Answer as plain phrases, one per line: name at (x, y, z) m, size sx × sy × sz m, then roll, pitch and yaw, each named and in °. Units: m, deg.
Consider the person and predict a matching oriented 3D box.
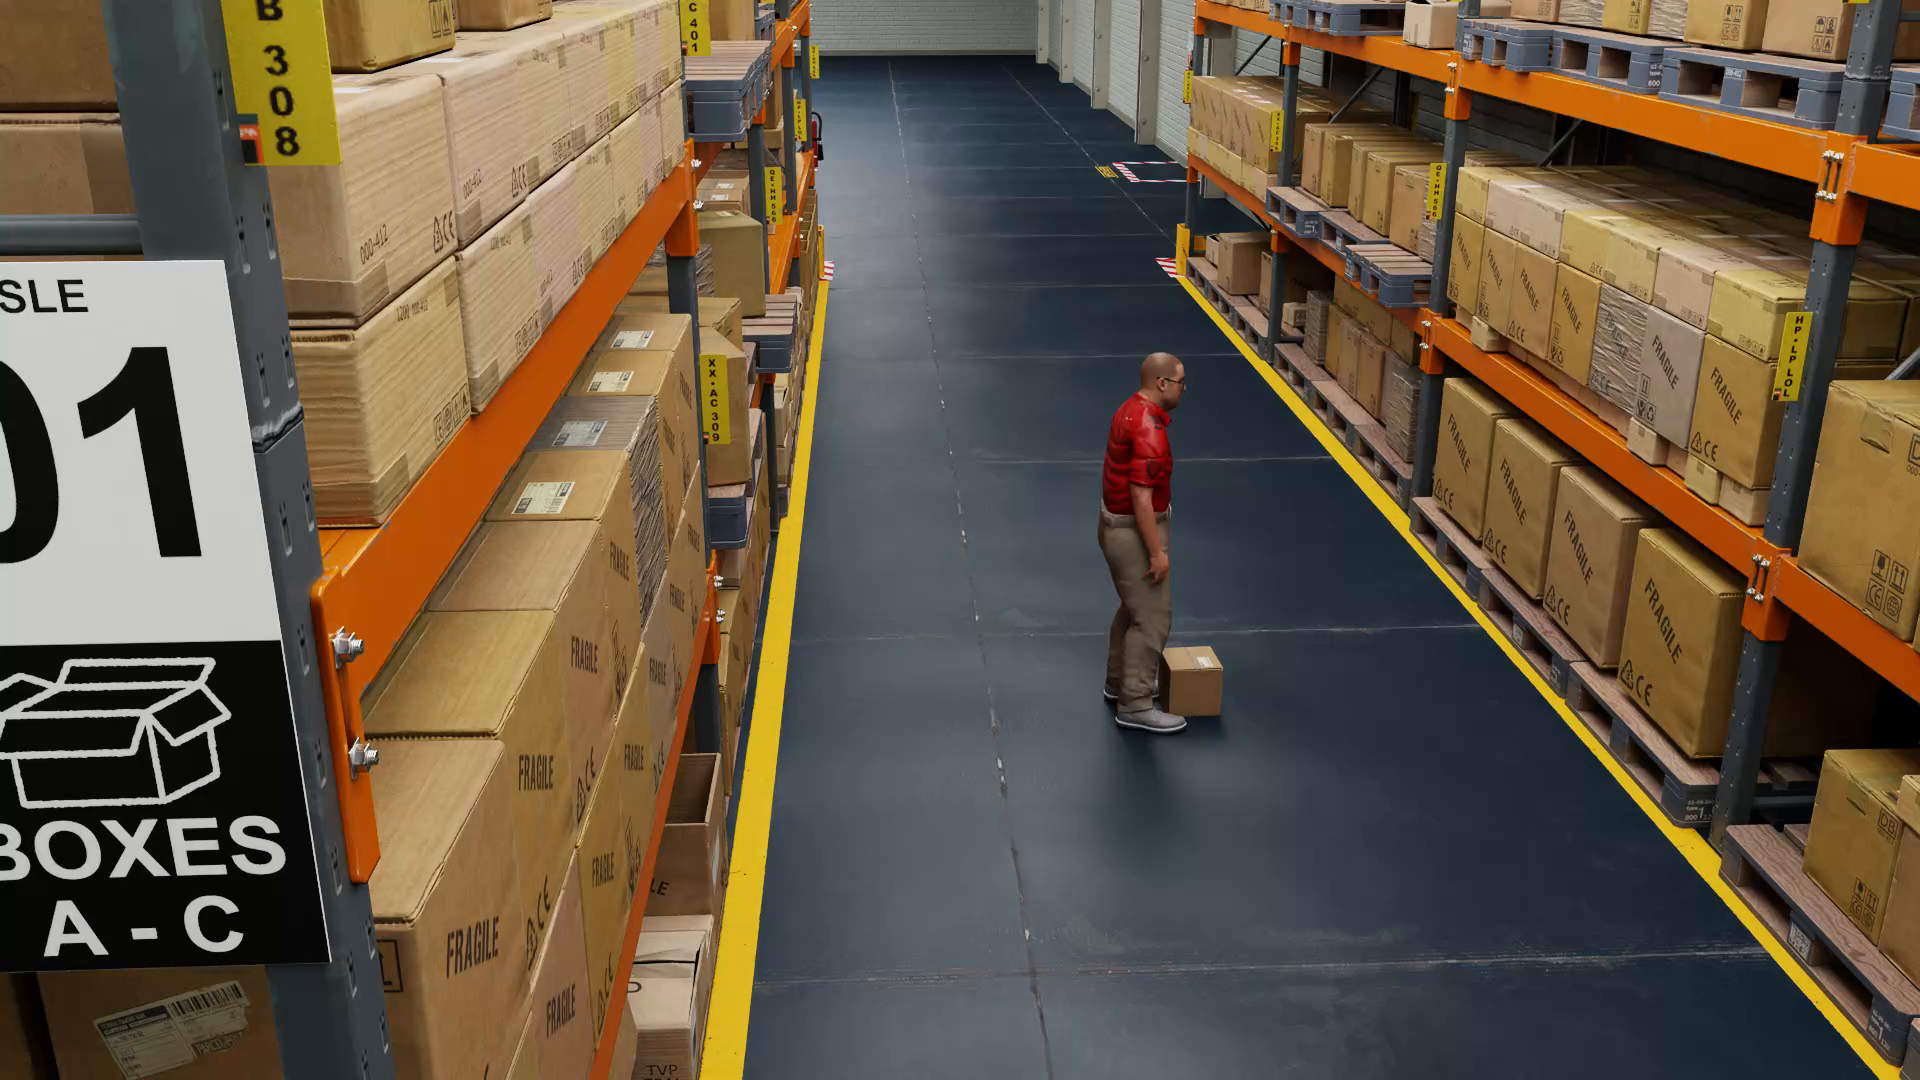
person at (0.837, -0.009, 7.620) m, size 0.393 × 1.726 × 0.584 m, roll -1°, pitch 20°, yaw -4°
